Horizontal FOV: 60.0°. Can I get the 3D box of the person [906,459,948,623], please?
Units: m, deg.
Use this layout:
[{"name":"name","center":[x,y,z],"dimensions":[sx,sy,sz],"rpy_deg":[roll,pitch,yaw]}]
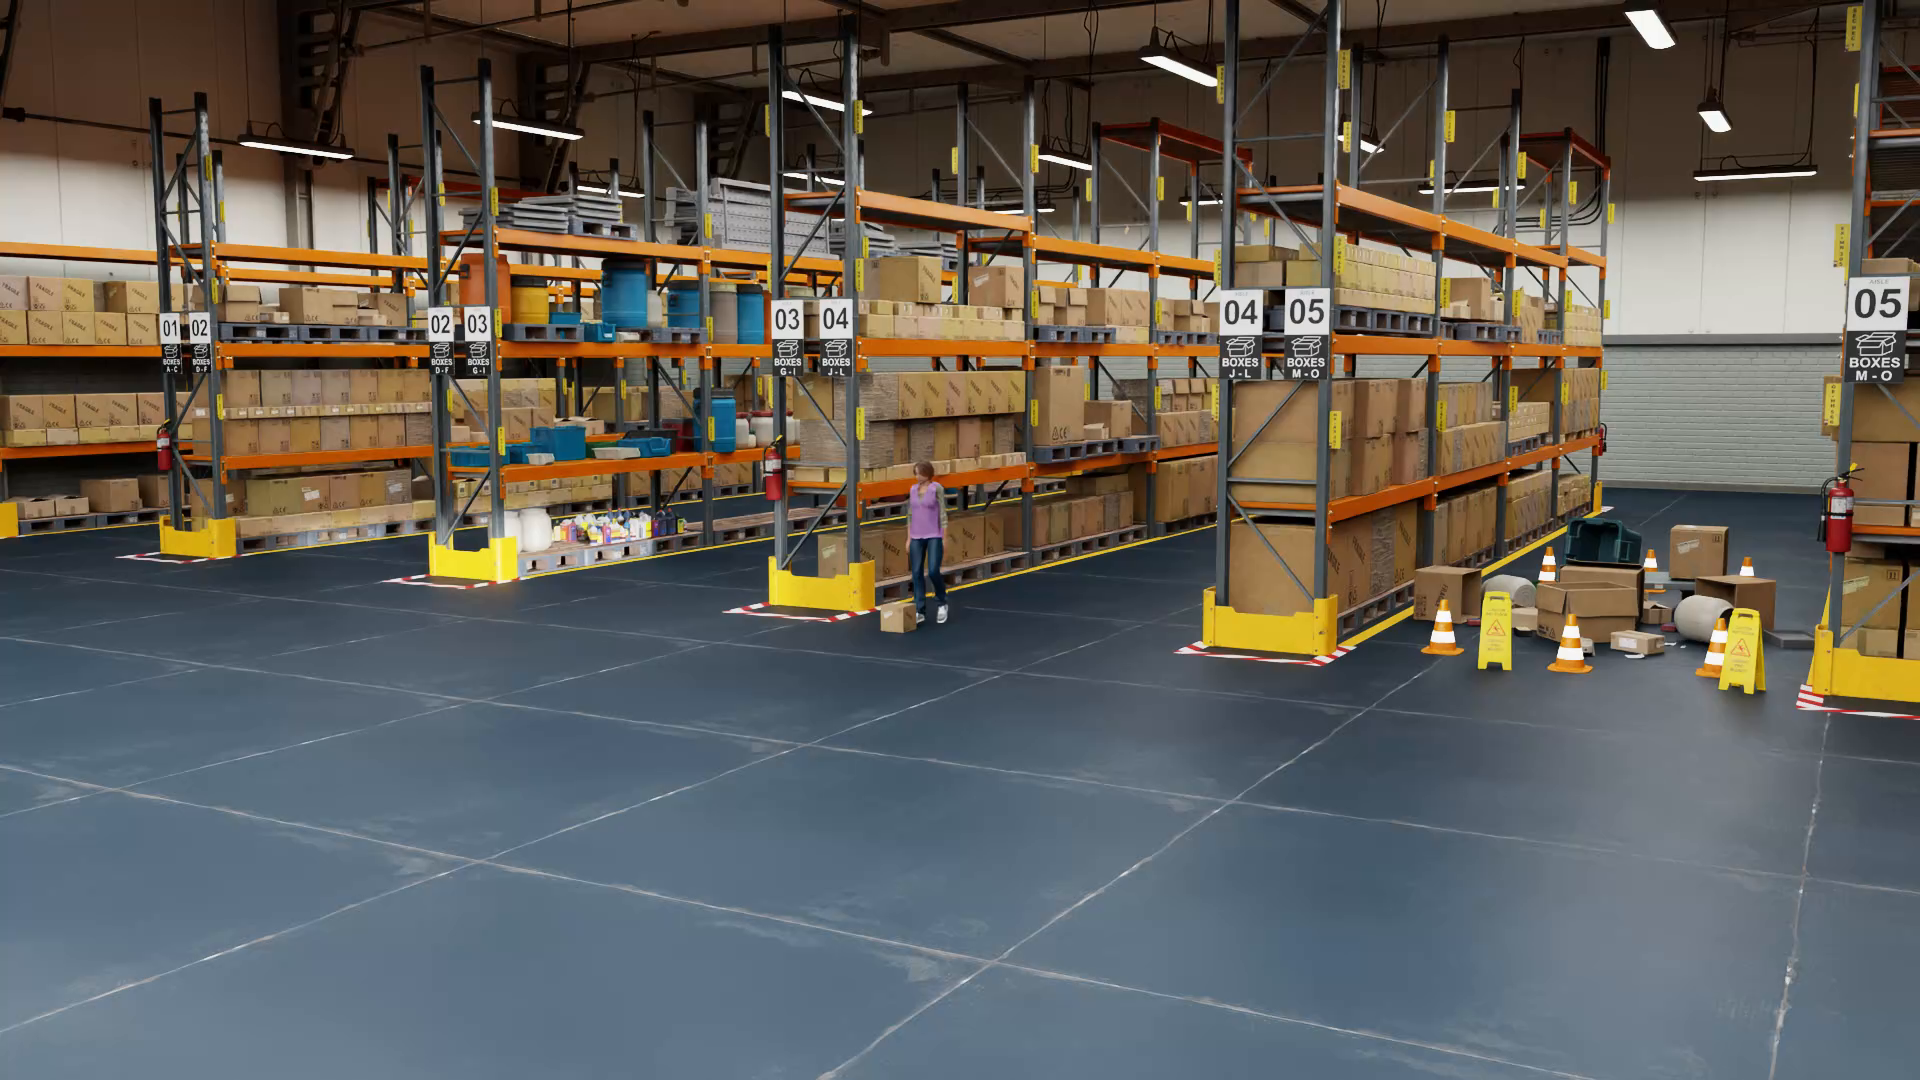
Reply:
[{"name":"person","center":[-0.350,0.013,16.263],"dimensions":[0.447,1.598,0.457],"rpy_deg":[3,7,24]}]
